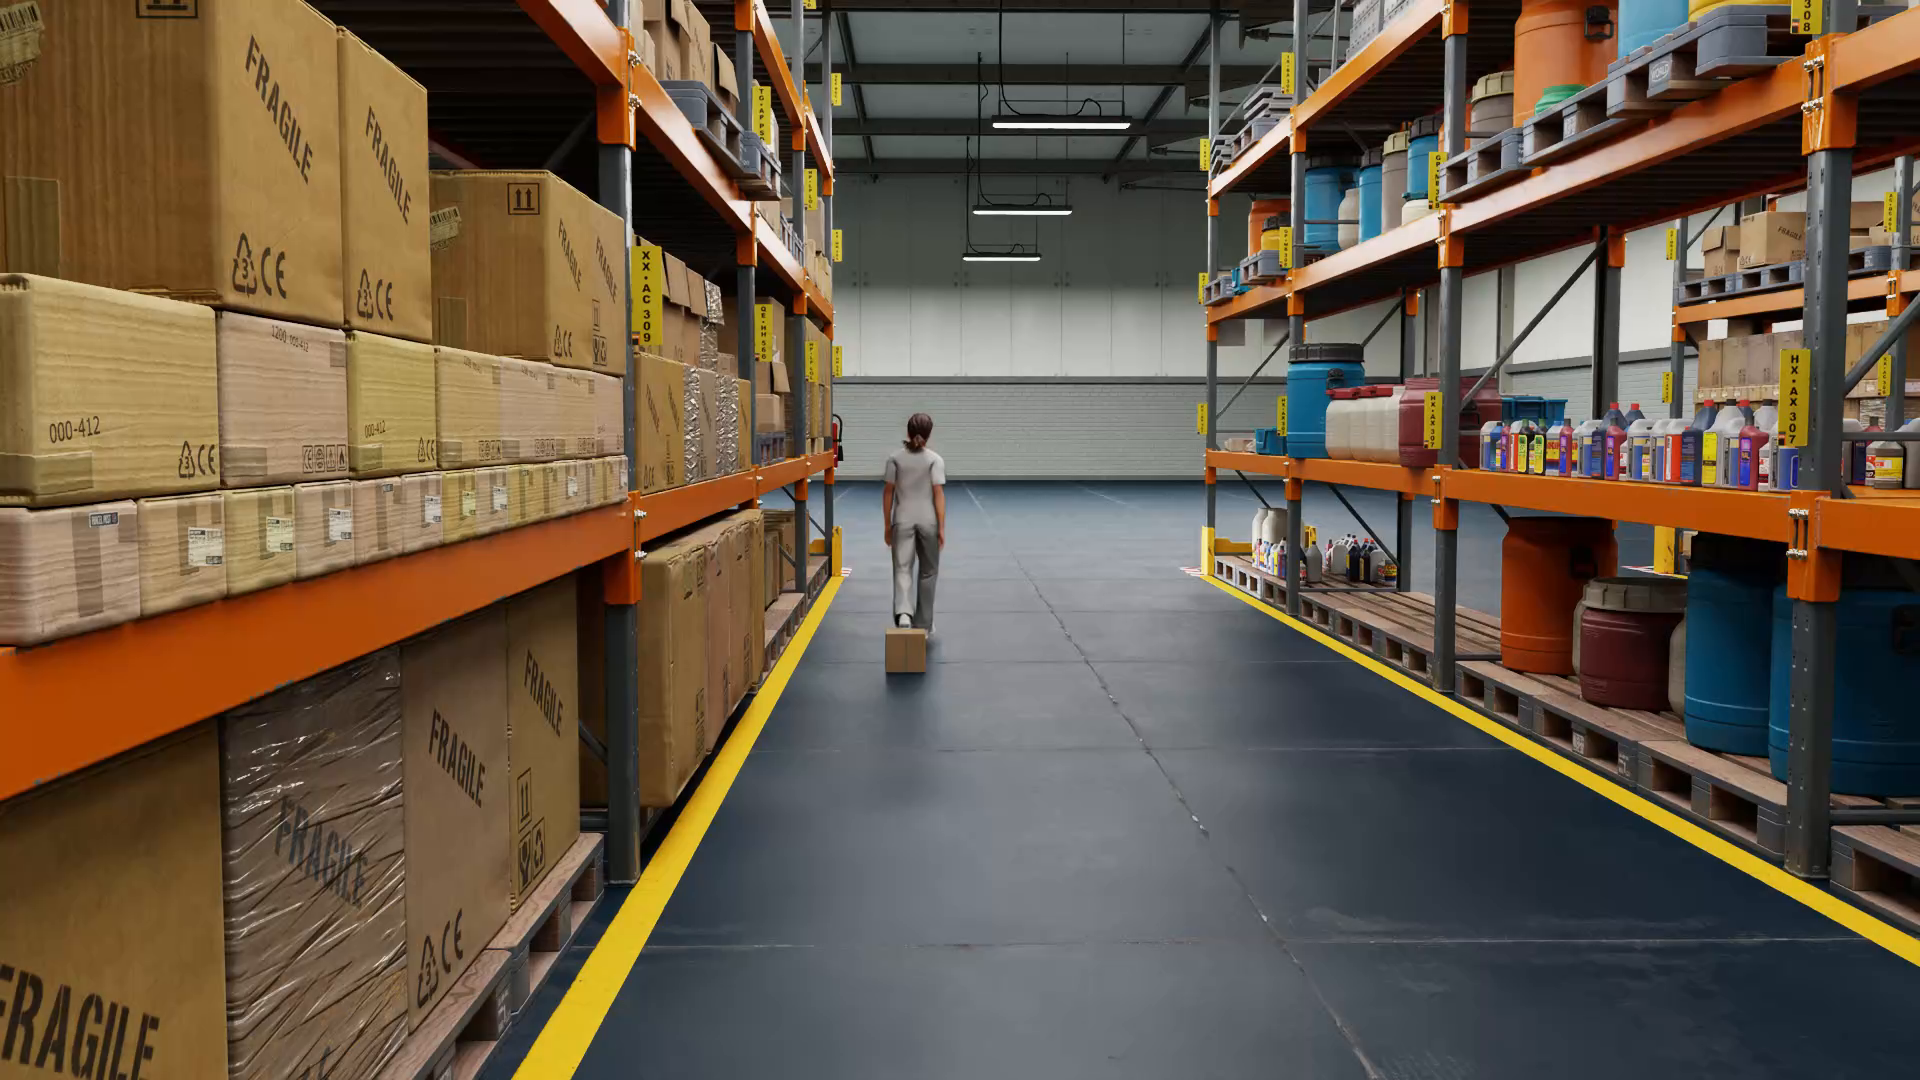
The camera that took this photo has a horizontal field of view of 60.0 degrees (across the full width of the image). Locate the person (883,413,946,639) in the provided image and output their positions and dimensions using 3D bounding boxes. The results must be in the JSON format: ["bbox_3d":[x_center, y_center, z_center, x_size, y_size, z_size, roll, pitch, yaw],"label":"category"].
[{"bbox_3d":[-0.328,-0.082,11.732,0.455,1.628,0.978,0,4,4],"label":"person"}]
